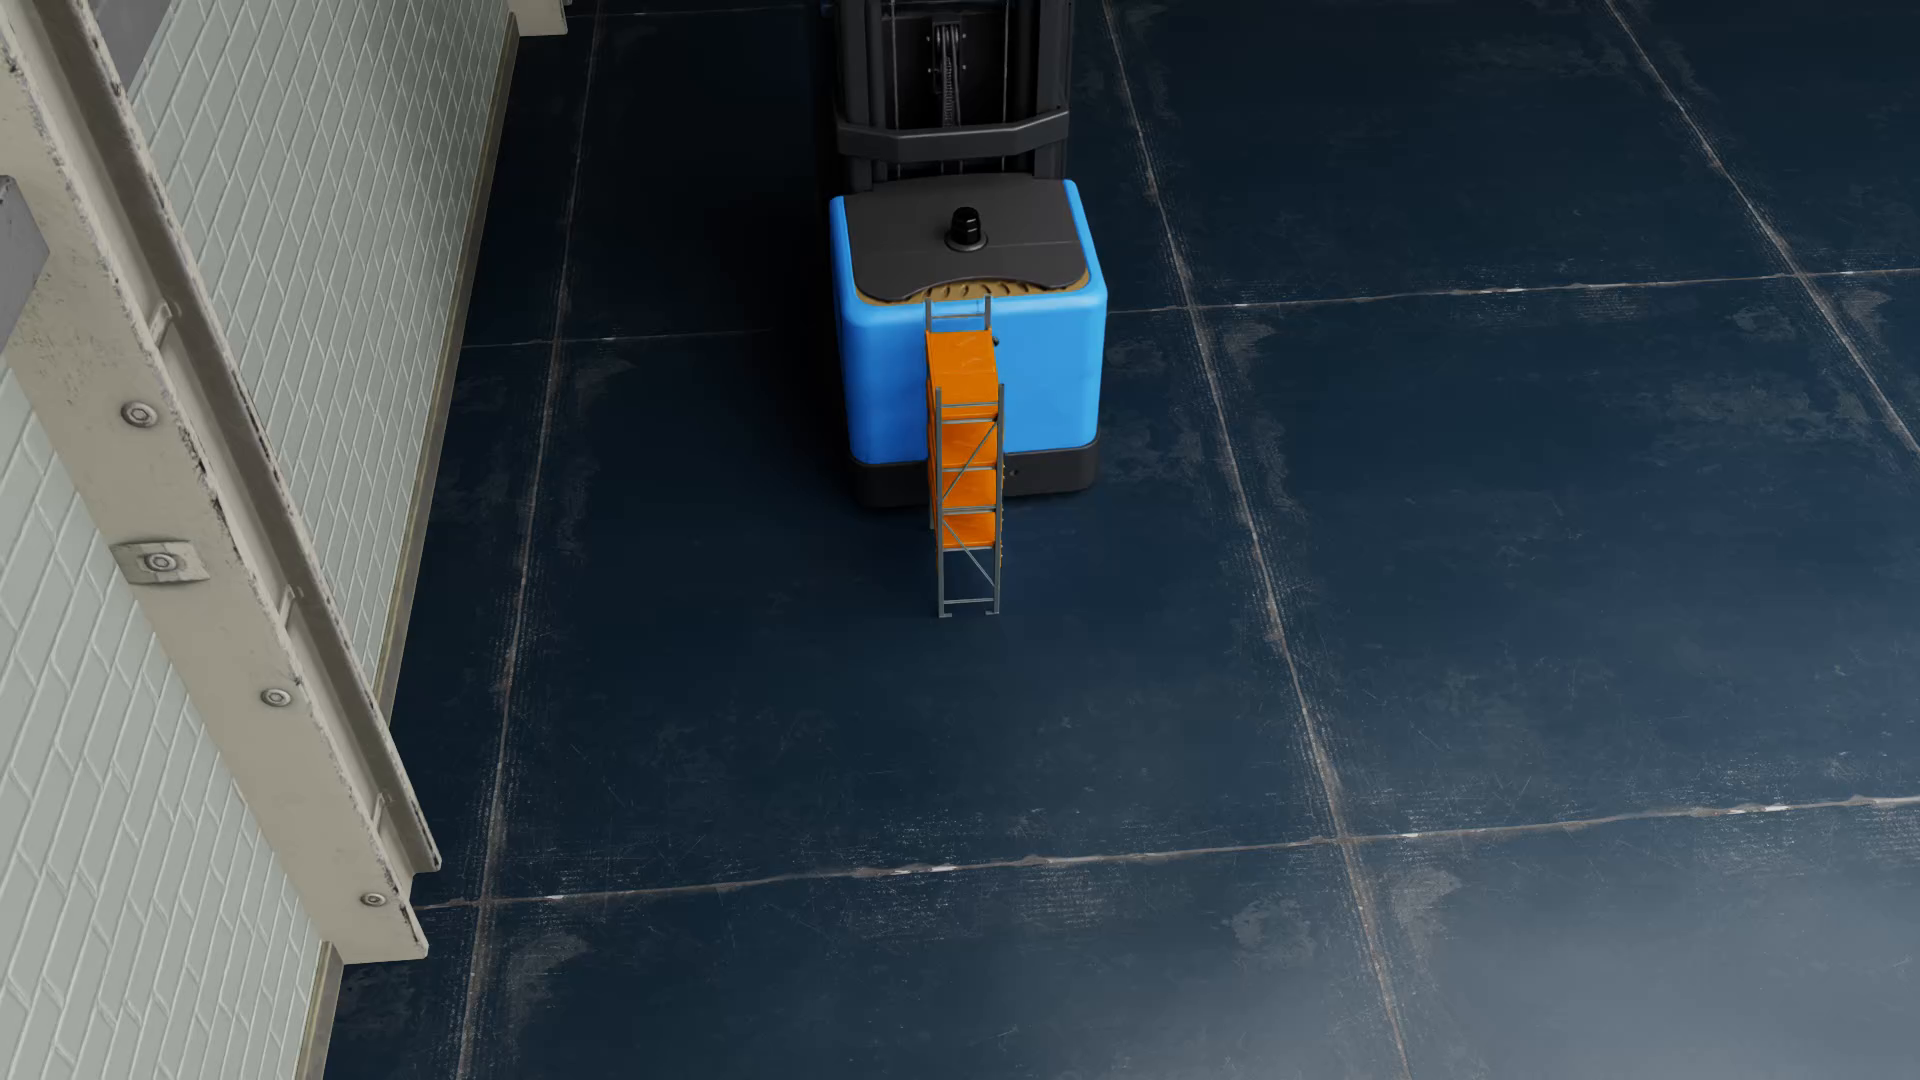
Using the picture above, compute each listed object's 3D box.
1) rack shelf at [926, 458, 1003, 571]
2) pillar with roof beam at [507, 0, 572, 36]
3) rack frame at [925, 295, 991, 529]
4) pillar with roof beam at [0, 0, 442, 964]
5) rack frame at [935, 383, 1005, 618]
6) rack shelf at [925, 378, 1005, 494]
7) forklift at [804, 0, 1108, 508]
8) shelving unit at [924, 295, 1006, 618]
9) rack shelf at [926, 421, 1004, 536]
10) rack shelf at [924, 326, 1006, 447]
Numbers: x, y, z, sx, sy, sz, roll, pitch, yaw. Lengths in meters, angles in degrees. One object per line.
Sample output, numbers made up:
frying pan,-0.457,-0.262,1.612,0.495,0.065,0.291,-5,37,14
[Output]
rack shelf,0.014,-0.110,6.530,0.258,0.148,0.480,-3,47,-3
pillar with roof beam,1.833,-6.433,6.781,9.100,9.000,0.400,-3,47,-3
rack frame,-0.007,-0.469,6.505,0.240,1.200,0.015,-3,47,-3
pillar with roof beam,2.335,-2.092,2.670,9.100,9.000,0.400,-3,47,-3
rack frame,0.034,-0.116,6.170,0.240,1.200,0.015,-3,47,-3
rack shelf,0.014,-0.400,6.224,0.258,0.148,0.480,-3,47,-3
forklift,-0.113,-2.220,6.970,1.130,2.935,3.031,-5,47,-5
shelving unit,0.014,-0.293,6.337,0.258,1.200,0.503,-3,47,-3
rack shelf,0.014,-0.247,6.386,0.258,0.148,0.480,-3,47,-3
rack shelf,0.014,-0.563,6.052,0.258,0.148,0.480,-3,47,-3
